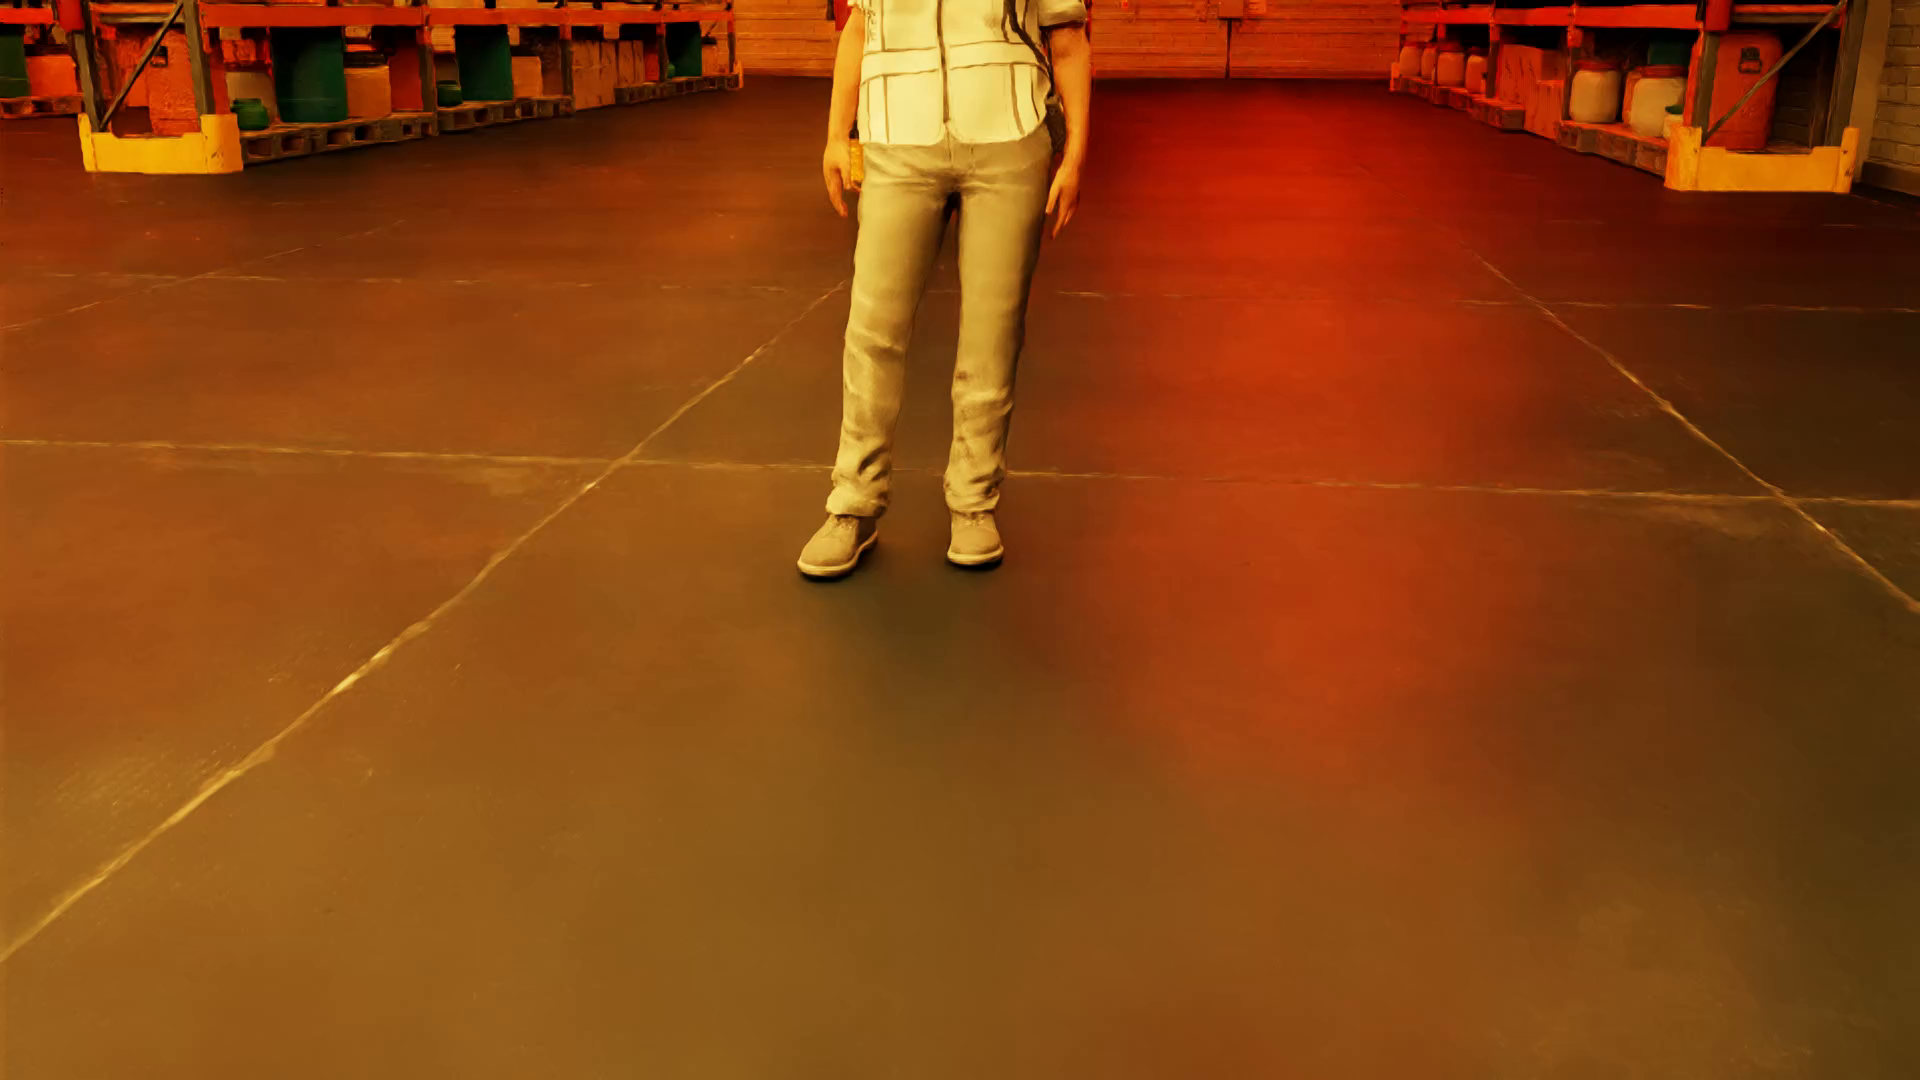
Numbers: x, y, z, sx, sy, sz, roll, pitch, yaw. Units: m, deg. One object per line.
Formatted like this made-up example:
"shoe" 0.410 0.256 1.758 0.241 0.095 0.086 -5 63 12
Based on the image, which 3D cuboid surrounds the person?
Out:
"person" -0.032 -0.780 3.504 0.598 1.669 0.529 2 18 7
